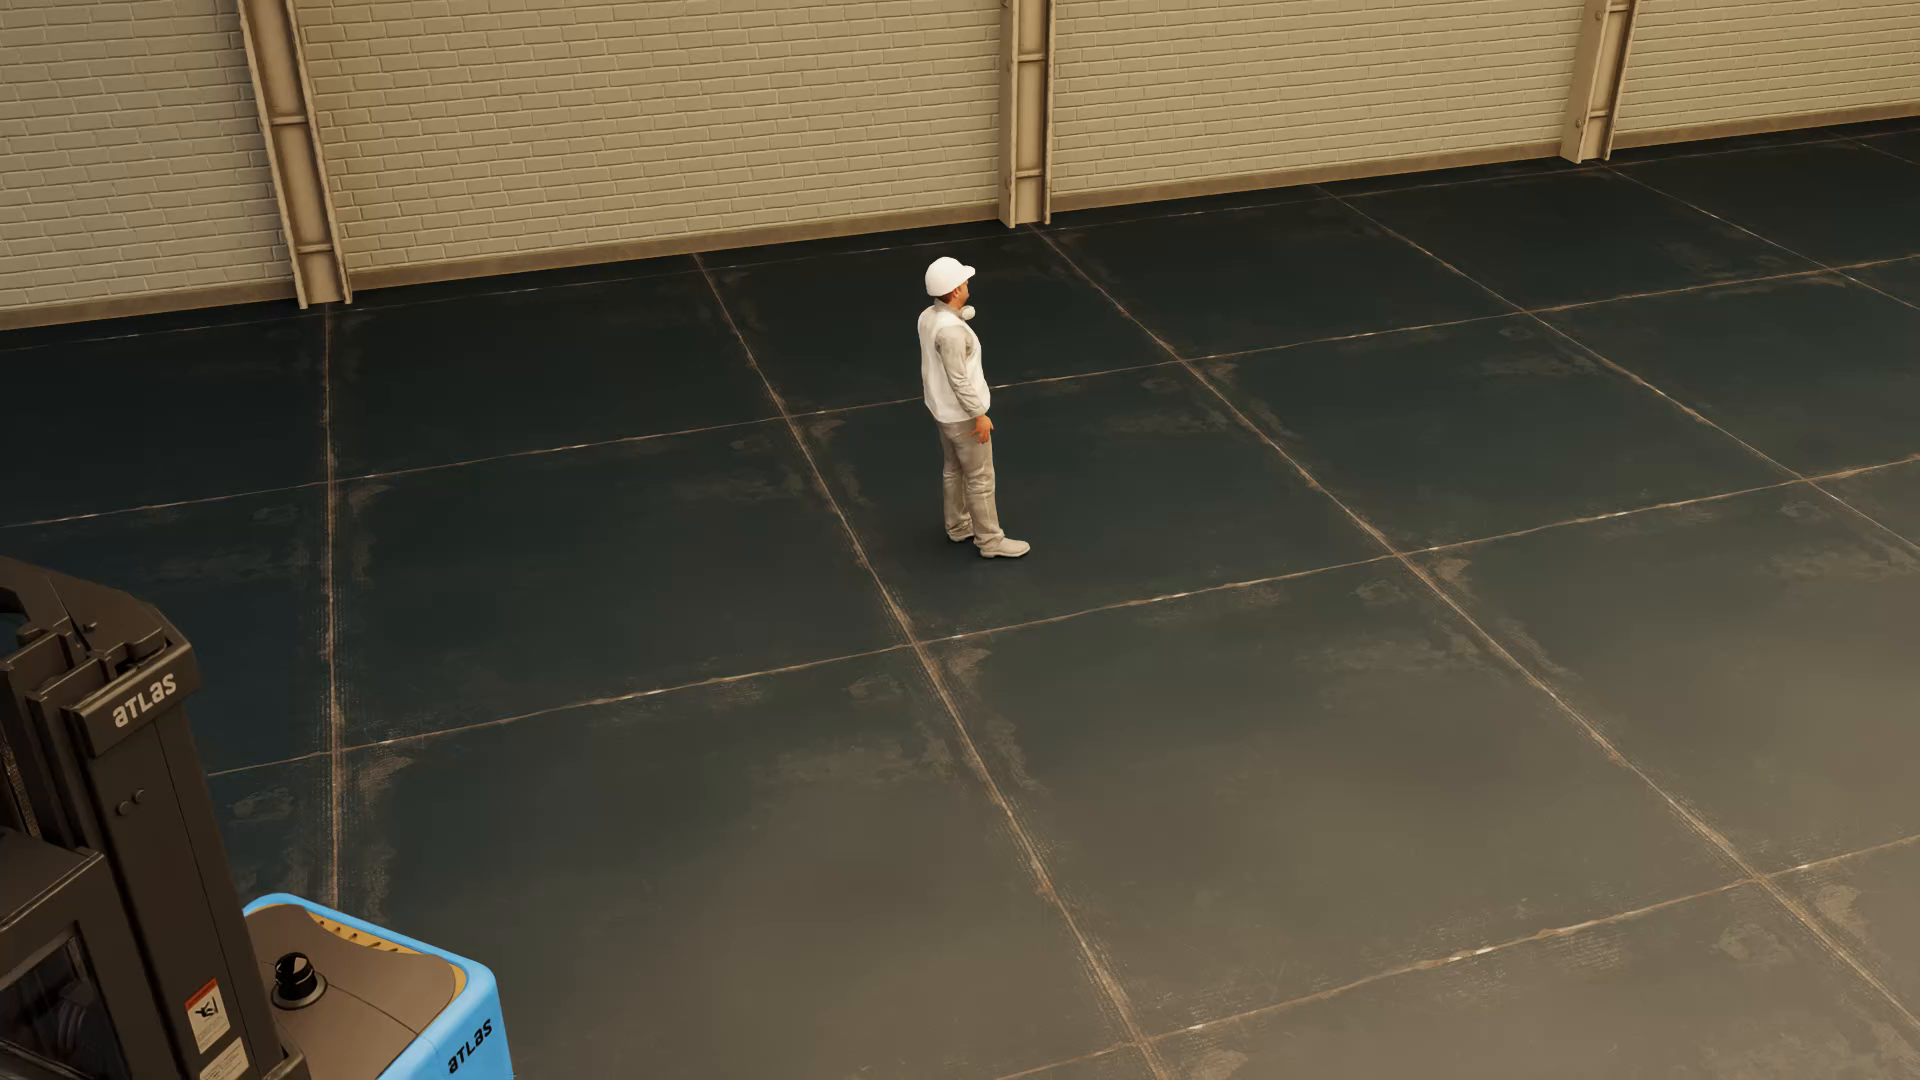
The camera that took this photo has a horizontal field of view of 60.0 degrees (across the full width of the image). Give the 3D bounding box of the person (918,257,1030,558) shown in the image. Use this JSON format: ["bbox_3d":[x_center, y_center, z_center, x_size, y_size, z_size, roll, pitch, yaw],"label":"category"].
[{"bbox_3d":[0.061,-0.781,9.590,0.568,1.773,0.632,-10,31,-16],"label":"person"}]

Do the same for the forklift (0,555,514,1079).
[{"bbox_3d":[-2.568,1.634,4.247,1.130,2.935,3.031,13,32,21],"label":"forklift"}]
